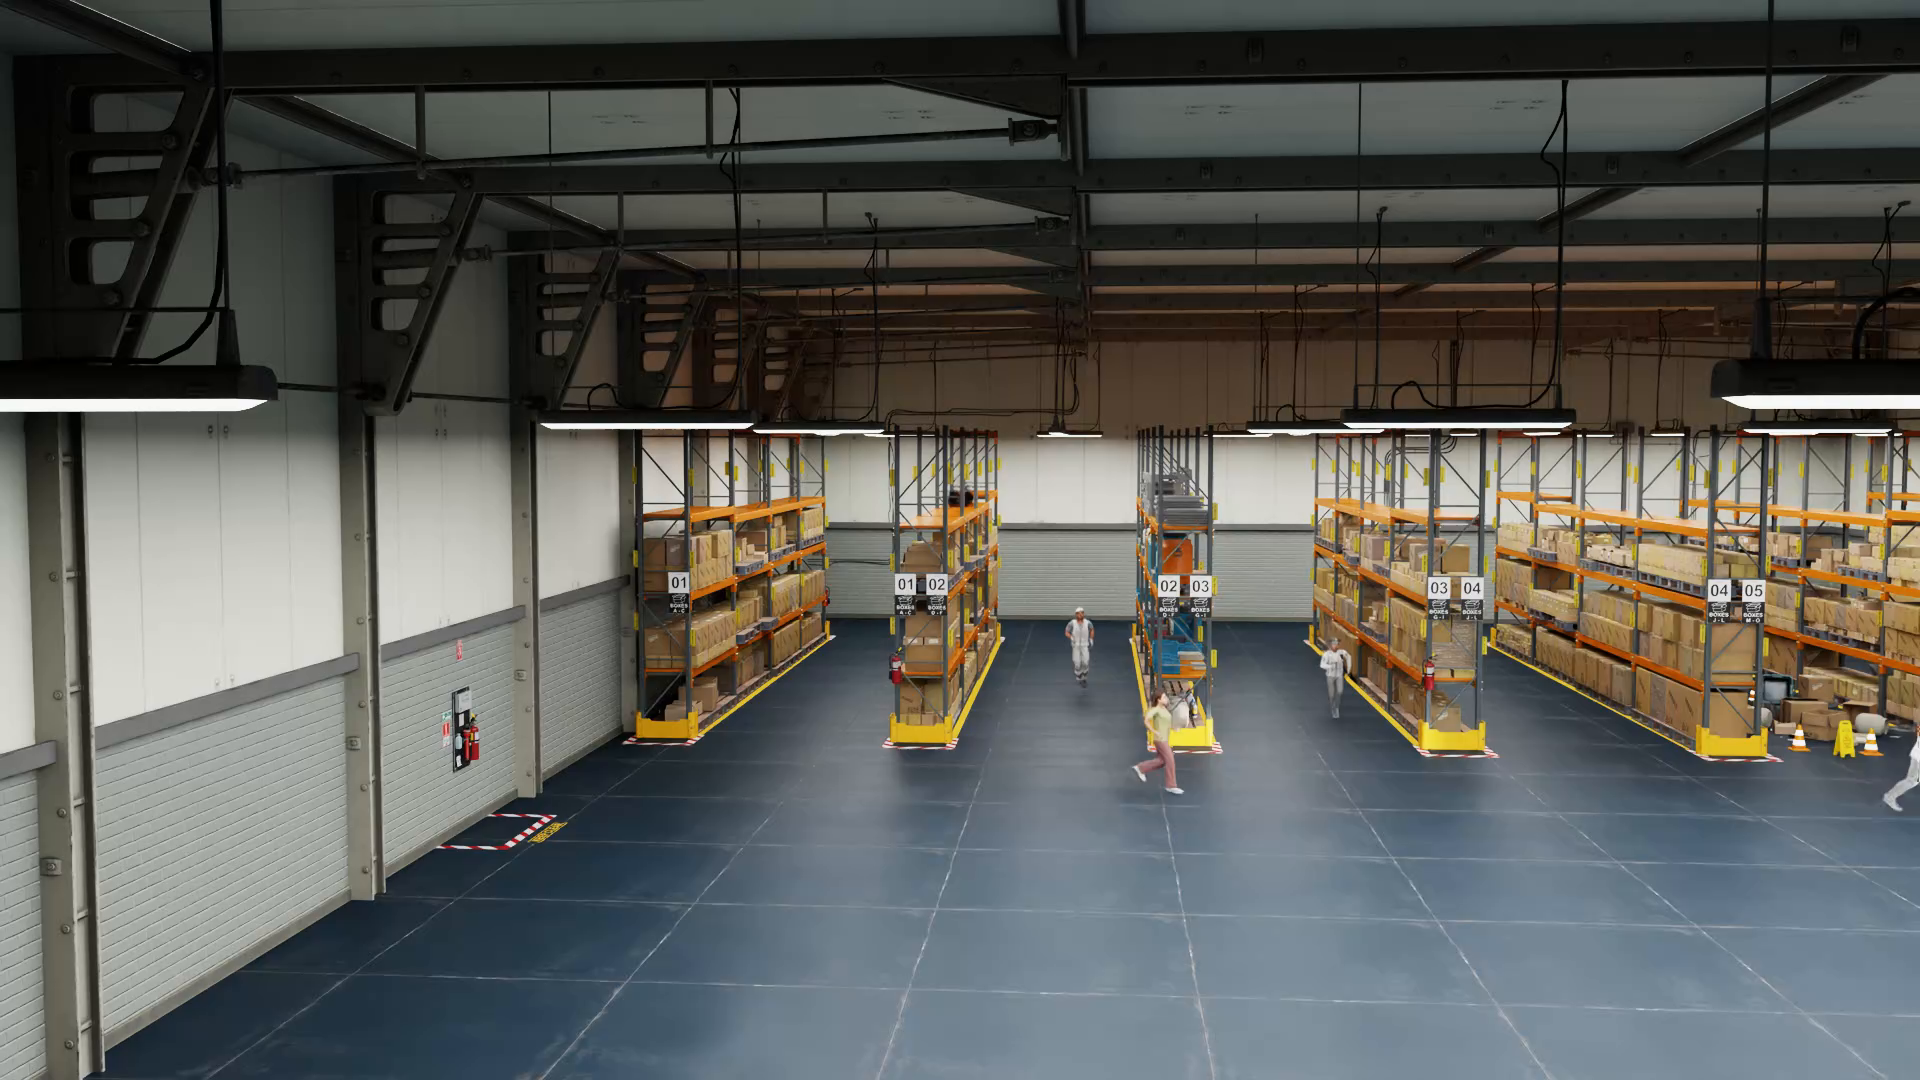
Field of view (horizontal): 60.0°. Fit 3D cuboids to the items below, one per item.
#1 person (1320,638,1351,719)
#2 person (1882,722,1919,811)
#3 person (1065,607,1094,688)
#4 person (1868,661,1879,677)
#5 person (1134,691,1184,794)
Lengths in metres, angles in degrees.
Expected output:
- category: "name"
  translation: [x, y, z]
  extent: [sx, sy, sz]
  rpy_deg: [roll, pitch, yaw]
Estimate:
- category: "person"
  translation: [7.726, 2.825, 34.183]
  extent: [0.641, 1.672, 0.786]
  rpy_deg: [0, 3, 7]
- category: "person"
  translation: [14.536, 3.350, 25.164]
  extent: [0.695, 1.774, 1.006]
  rpy_deg: [-3, 5, -42]
- category: "person"
  translation: [2.663, 2.399, 36.910]
  extent: [0.648, 1.812, 0.640]
  rpy_deg: [0, 3, 1]
- category: "person"
  translation: [21.388, 2.520, 38.710]
  extent: [0.668, 1.765, 0.759]
  rpy_deg: [0, 3, 8]
- category: "person"
  translation: [3.234, 3.275, 27.088]
  extent: [0.867, 1.667, 0.579]
  rpy_deg: [2, 4, 25]
